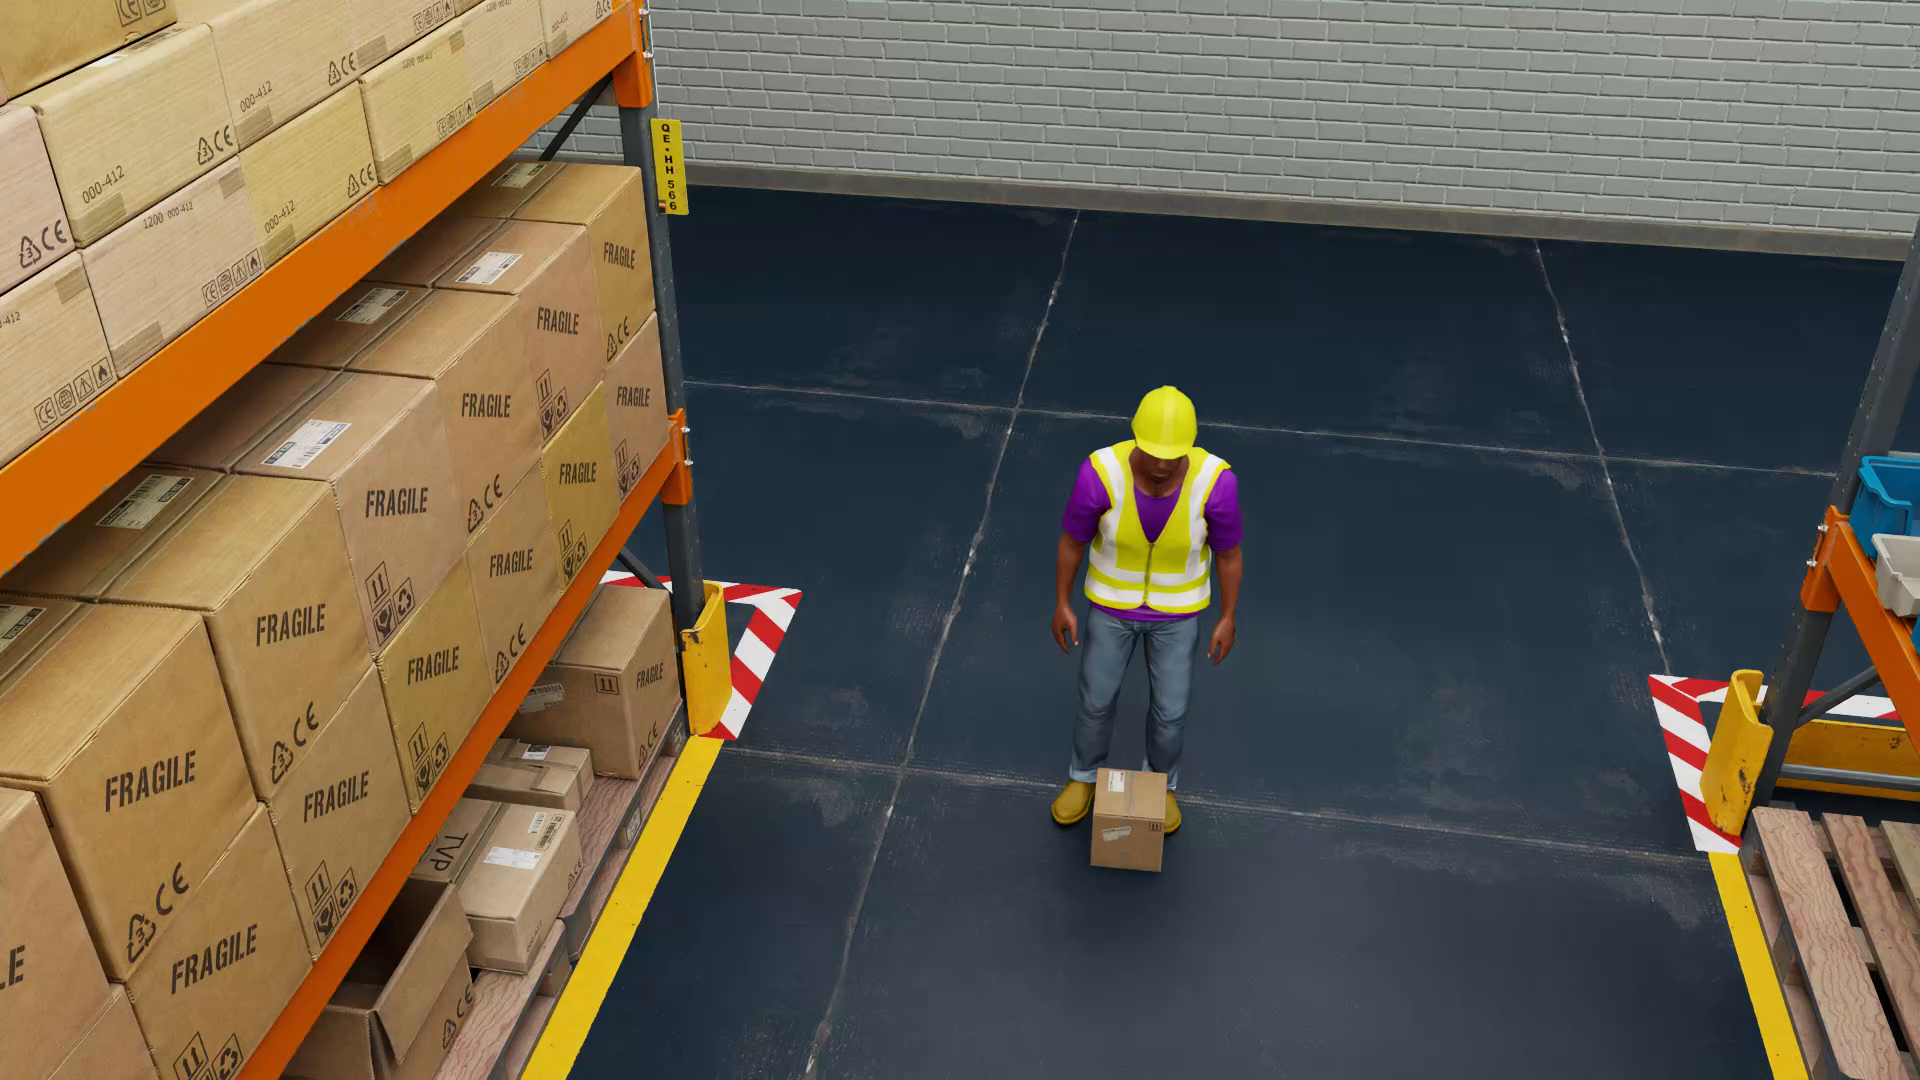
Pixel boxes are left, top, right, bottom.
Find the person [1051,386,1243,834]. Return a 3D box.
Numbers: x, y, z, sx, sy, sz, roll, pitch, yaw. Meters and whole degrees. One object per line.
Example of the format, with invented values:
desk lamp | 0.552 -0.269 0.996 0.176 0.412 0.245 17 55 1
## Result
person | 0.636 0.245 5.731 0.637 1.761 0.460 4 32 7
